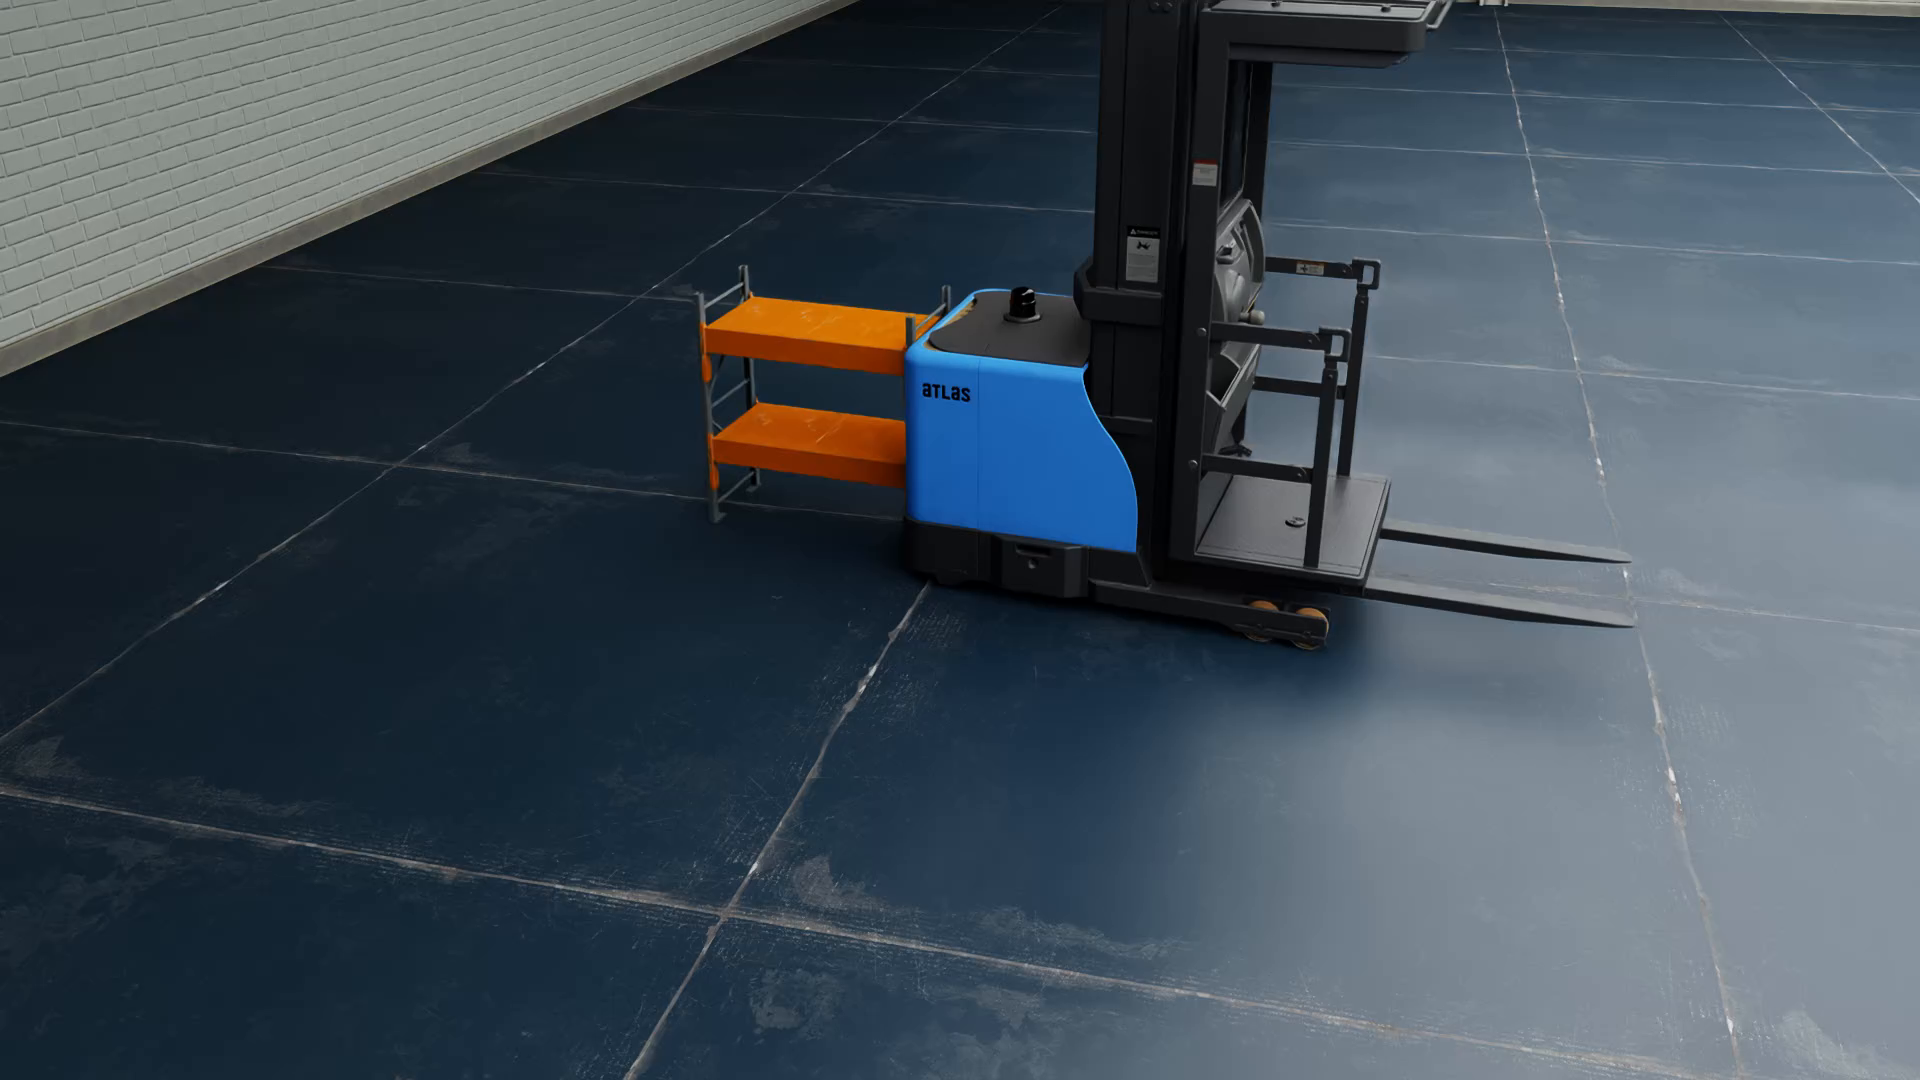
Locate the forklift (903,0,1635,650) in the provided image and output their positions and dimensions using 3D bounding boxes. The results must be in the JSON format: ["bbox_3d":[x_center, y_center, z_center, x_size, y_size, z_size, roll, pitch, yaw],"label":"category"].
[{"bbox_3d":[1.325,-1.133,6.719,3.031,2.935,1.130,8,27,17],"label":"forklift"}]

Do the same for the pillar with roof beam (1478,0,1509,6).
[{"bbox_3d":[6.617,-10.000,18.286,0.400,9.000,9.100,6,26,13],"label":"pillar with roof beam"}]

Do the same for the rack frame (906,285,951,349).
[{"bbox_3d":[-0.138,-0.548,7.592,0.032,1.125,0.500,8,27,17],"label":"rack frame"}]

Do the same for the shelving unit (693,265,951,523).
[{"bbox_3d":[-0.618,-0.619,7.742,1.048,1.125,0.538,8,27,17],"label":"shelving unit"}]

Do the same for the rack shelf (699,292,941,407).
[{"bbox_3d":[-0.618,-0.884,7.616,1.000,0.278,0.538,8,27,17],"label":"rack shelf"}]

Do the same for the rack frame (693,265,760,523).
[{"bbox_3d":[-1.098,-0.691,7.893,0.032,1.125,0.500,8,27,17],"label":"rack frame"}]

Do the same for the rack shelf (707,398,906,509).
[{"bbox_3d":[-0.618,-0.399,7.847,1.000,0.278,0.538,8,27,17],"label":"rack shelf"}]
